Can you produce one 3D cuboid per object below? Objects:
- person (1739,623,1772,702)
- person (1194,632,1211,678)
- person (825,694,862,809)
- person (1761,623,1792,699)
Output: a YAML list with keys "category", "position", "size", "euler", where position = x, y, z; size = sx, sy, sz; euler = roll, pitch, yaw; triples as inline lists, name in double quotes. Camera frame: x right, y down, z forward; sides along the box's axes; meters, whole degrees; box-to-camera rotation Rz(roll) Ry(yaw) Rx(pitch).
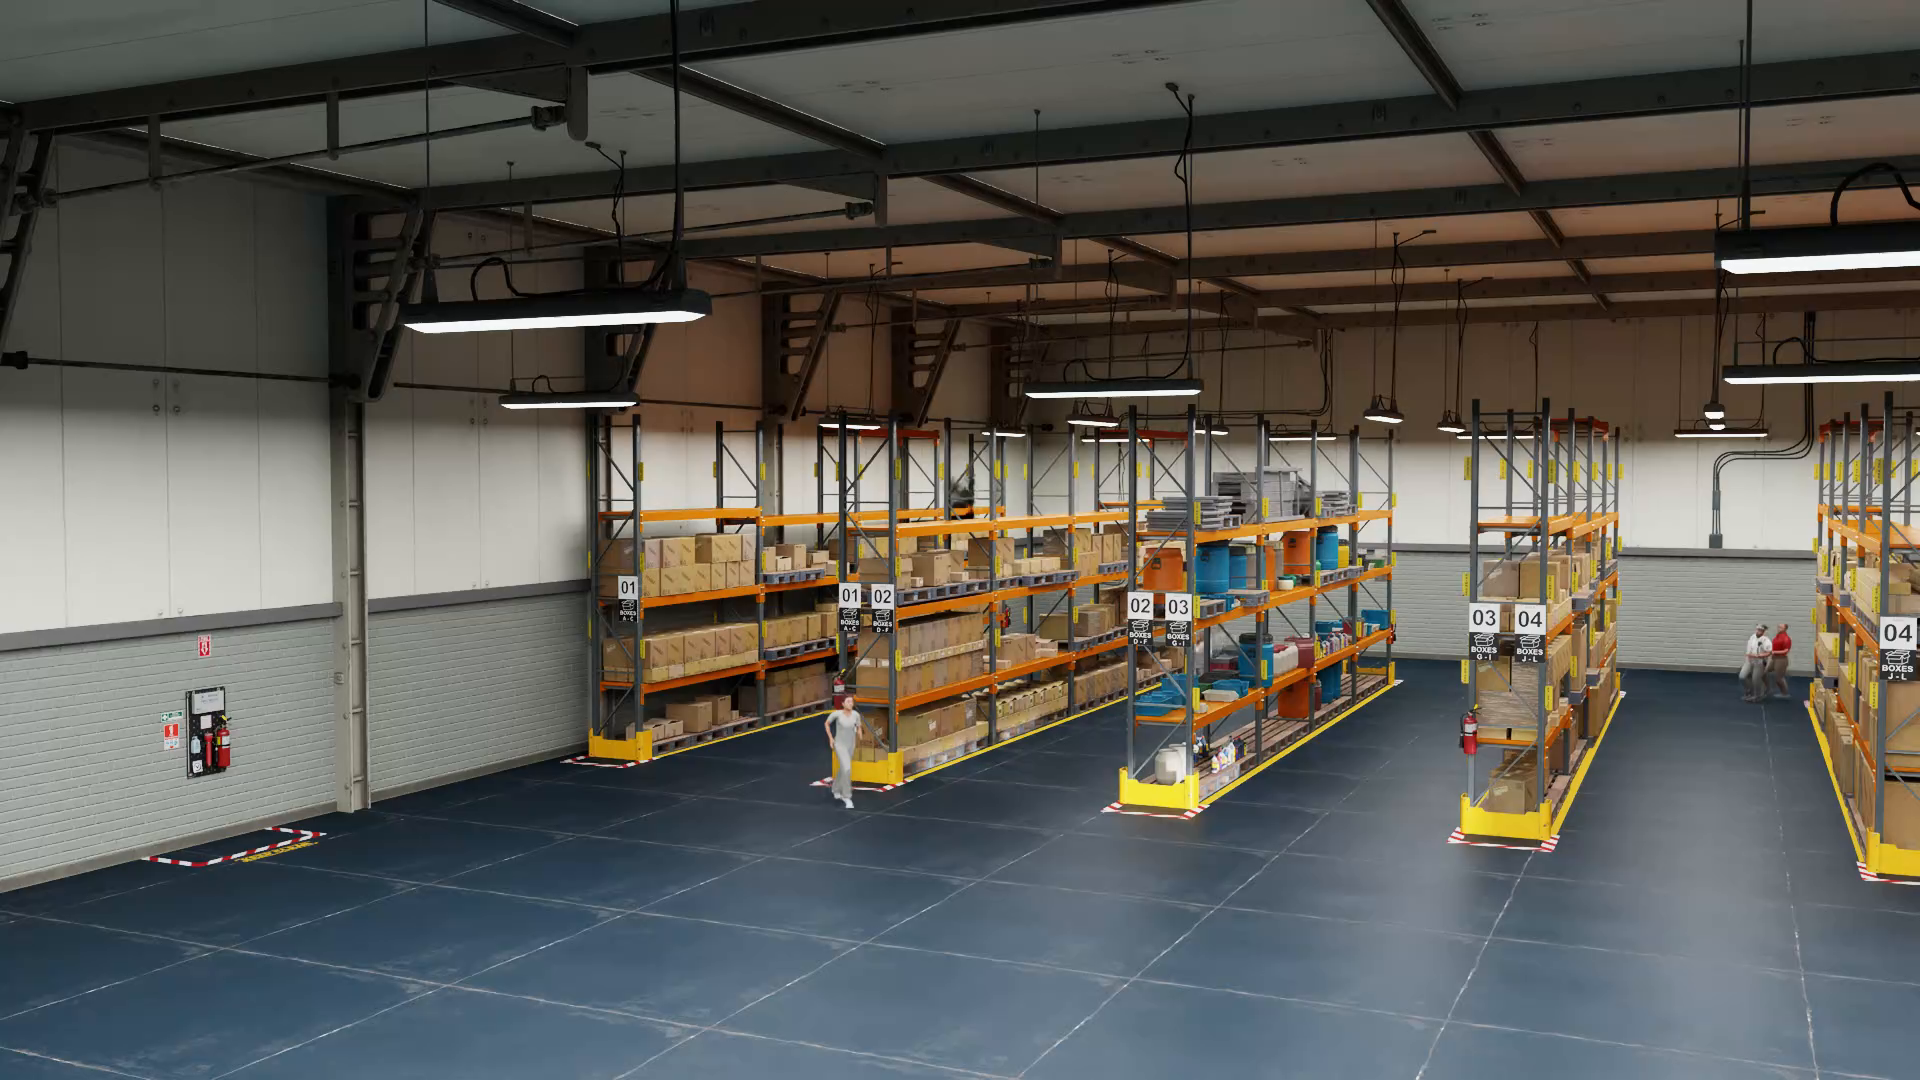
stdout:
- category: "person"
  position: [17.230, 2.661, 35.944]
  size: [0.640, 1.758, 0.698]
  euler: [-1, 3, -31]
- category: "person"
  position: [5.078, 2.758, 35.538]
  size: [0.512, 1.538, 0.590]
  euler: [1, 2, 15]
- category: "person"
  position: [-1.744, 3.144, 25.012]
  size: [0.507, 1.697, 0.848]
  euler: [-2, 3, -36]
- category: "person"
  position: [17.876, 2.661, 36.293]
  size: [0.695, 1.712, 0.660]
  euler: [0, 2, -10]
